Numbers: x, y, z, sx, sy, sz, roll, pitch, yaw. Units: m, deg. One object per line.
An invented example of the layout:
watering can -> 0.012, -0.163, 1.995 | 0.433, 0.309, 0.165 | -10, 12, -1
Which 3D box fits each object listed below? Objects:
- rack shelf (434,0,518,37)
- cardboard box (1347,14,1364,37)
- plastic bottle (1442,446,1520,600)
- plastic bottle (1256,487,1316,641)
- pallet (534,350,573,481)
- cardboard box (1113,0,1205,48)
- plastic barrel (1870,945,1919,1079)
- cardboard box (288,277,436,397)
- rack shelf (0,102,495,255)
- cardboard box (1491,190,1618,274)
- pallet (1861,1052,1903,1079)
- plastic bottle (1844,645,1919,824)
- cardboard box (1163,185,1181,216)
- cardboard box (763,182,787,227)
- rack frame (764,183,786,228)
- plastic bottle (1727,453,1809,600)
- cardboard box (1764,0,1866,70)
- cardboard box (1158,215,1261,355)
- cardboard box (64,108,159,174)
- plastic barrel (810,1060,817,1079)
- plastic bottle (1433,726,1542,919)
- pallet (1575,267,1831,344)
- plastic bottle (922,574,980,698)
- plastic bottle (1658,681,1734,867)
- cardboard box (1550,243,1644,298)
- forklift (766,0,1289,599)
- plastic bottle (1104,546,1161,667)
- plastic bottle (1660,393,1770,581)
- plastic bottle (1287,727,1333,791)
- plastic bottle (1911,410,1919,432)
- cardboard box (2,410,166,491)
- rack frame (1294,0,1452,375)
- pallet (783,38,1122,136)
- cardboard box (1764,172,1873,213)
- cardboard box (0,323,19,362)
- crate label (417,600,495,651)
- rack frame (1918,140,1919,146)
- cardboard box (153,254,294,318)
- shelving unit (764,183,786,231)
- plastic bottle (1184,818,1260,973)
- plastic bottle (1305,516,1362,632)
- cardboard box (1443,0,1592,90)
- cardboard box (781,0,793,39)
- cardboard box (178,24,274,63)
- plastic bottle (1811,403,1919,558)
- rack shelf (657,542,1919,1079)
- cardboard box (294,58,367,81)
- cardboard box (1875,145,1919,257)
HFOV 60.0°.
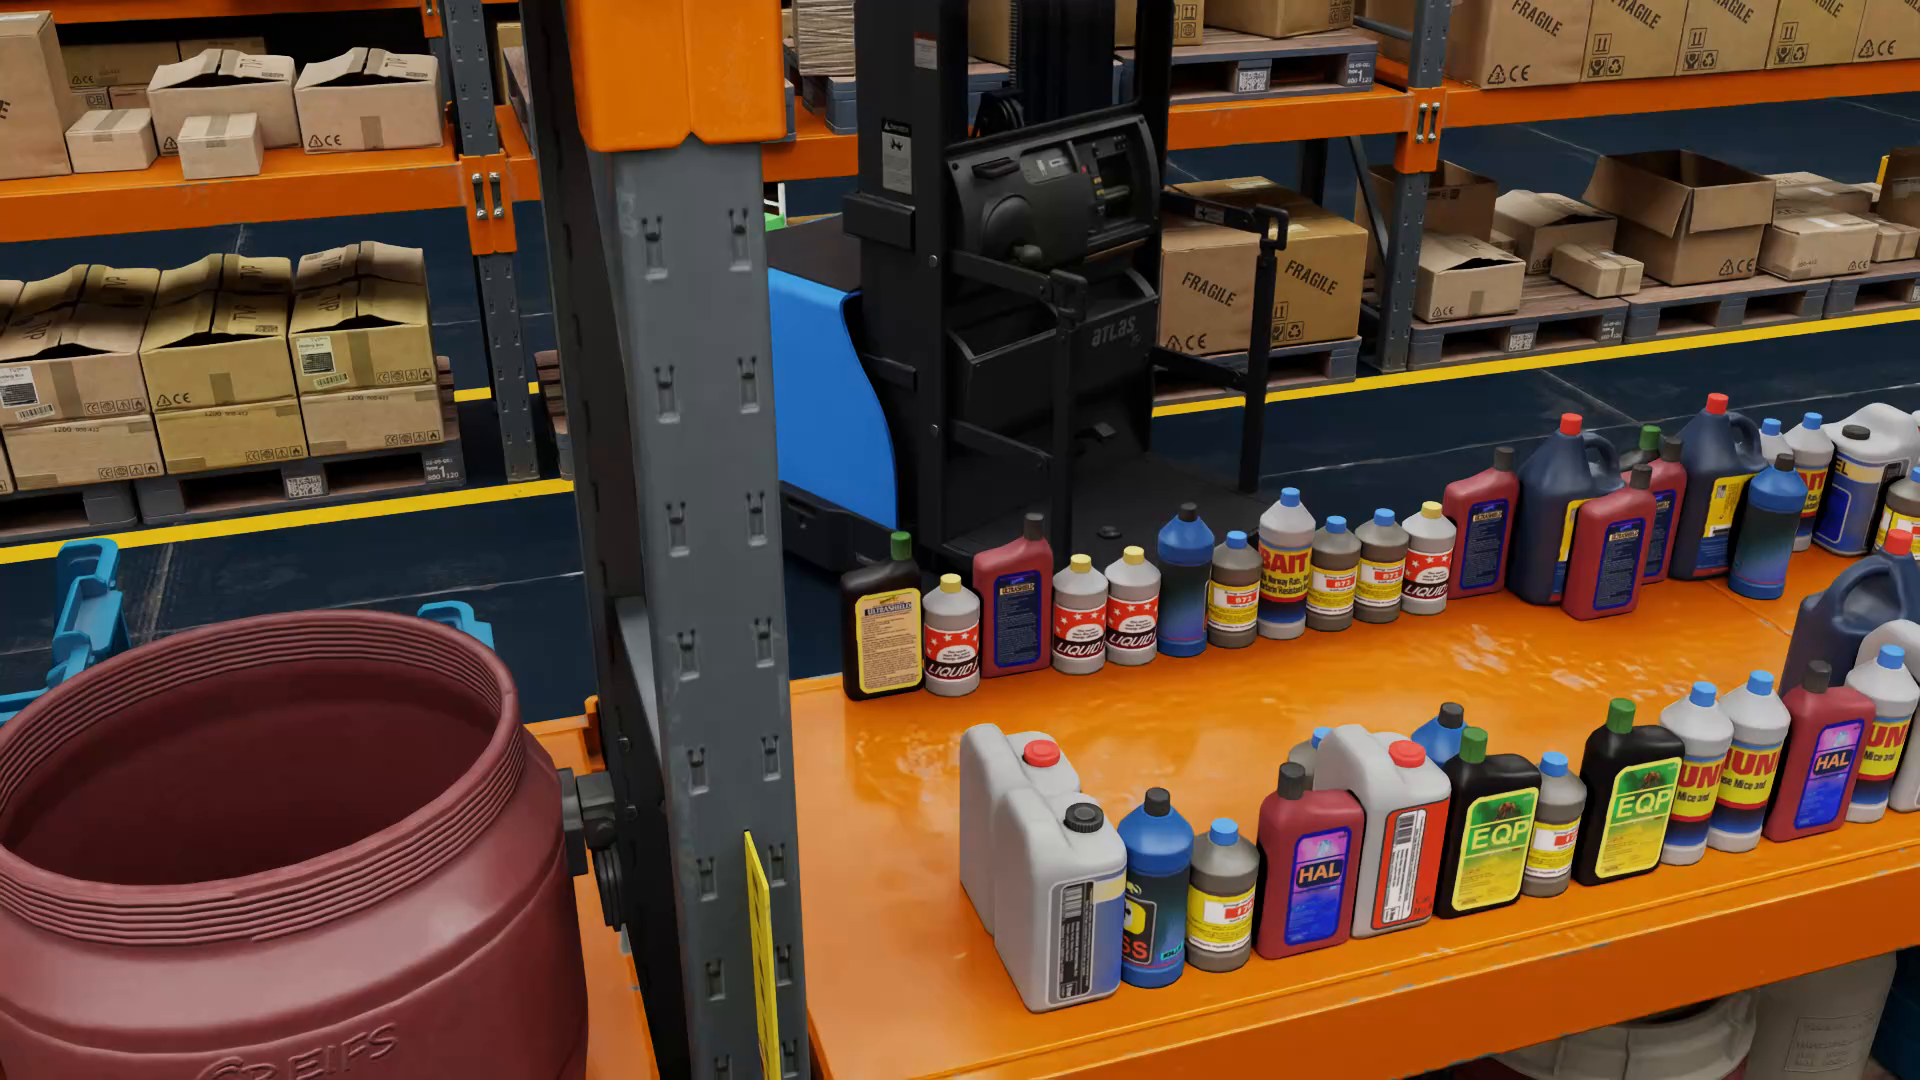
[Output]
rack shelf -> -1.549, -3.833, 11.407 | 4.000, 0.370, 1.077 | -8, 28, -16
cardboard box -> 3.045, -3.843, 12.956 | 0.500, 0.500, 0.700 | -8, 28, -16
plastic bottle -> 0.956, -0.033, 3.074 | 0.133, 0.283, 0.061 | -8, 28, -16
plastic bottle -> 0.574, 0.037, 2.948 | 0.097, 0.271, 0.097 | 0, 26, 0
pallet -> -1.192, -0.624, 7.270 | 1.213, 0.211, 1.003 | -8, 28, -16
cardboard box -> 0.736, -2.478, 7.283 | 0.500, 0.500, 0.700 | -4, 27, -8
plastic barrel -> 2.224, 0.675, 3.405 | 0.708, 0.901, 0.600 | -8, 28, -16
cardboard box -> -2.335, -0.818, 6.513 | 0.500, 0.311, 0.500 | -8, 27, -15
rack shelf -> -3.815, -1.189, 6.080 | 4.000, 0.370, 1.077 | -8, 28, -16
cardboard box -> 3.057, -1.631, 8.692 | 0.500, 0.311, 0.500 | -8, 28, -16
pallet -> 1.512, 1.265, 3.464 | 1.213, 0.211, 1.003 | -8, 28, -16
plastic bottle -> 1.345, 0.280, 2.458 | 0.097, 0.271, 0.097 | 0, 26, 0
cardboard box -> 0.851, -1.373, 7.958 | 0.500, 0.500, 0.500 | -8, 27, -15
cardboard box -> -1.045, -1.437, 7.245 | 0.500, 0.250, 0.500 | -7, 27, -14
rack frame -> -0.756, -0.832, 6.576 | 0.240, 1.200, 0.015 | 20, 33, 35
plastic bottle -> 1.502, -0.030, 3.083 | 0.097, 0.271, 0.097 | 0, 26, 0
cardboard box -> 3.904, -2.547, 7.895 | 0.500, 0.500, 0.500 | -9, 28, -17
cardboard box -> 1.037, -1.161, 7.531 | 0.500, 0.500, 0.500 | -8, 28, -16
cardboard box -> -3.109, -1.474, 6.129 | 0.250, 0.149, 0.380 | -6, 27, -12
plastic barrel -> 0.077, 1.018, 2.795 | 0.708, 0.830, 0.600 | -8, 28, -16
plastic bottle -> 0.710, 0.375, 2.252 | 0.133, 0.283, 0.061 | -8, 28, -16
pallet -> 3.705, -1.352, 8.736 | 1.213, 0.211, 1.003 | -8, 28, -16
plastic bottle -> -0.015, 0.153, 2.791 | 0.097, 0.201, 0.097 | 0, 26, 0
plastic bottle -> 1.033, 0.325, 2.367 | 0.097, 0.271, 0.097 | 0, 26, 0
cardboard box -> 3.175, -1.355, 8.297 | 0.250, 0.166, 0.380 | -8, 28, -16
forklift -> 0.465, -1.086, 5.141 | 3.031, 2.935, 1.130 | 24, 35, 39
plastic bottle -> 0.297, 0.108, 2.882 | 0.097, 0.201, 0.097 | 0, 26, 0
plastic bottle -> 1.423, -0.111, 3.156 | 0.185, 0.351, 0.144 | -8, 28, -16
plastic bottle -> 0.512, 0.361, 2.373 | 0.097, 0.201, 0.097 | 0, 26, 0
plastic bottle -> 1.982, -0.157, 3.331 | 0.135, 0.276, 0.152 | -8, 28, -16
cardboard box -> -3.306, -0.427, 6.356 | 0.500, 0.250, 0.500 | -8, 27, -15
rack frame -> 1.890, -2.337, 7.584 | 0.127, 3.000, 1.000 | -8, 28, -16
pallet -> -0.066, -1.970, 7.061 | 1.213, 0.211, 1.003 | -8, 28, -16
cardboard box -> 4.613, -1.830, 9.159 | 0.500, 0.250, 0.500 | -8, 28, -16
cardboard box -> -3.785, -0.607, 6.089 | 0.500, 0.311, 0.500 | -7, 27, -15
crate label -> -0.900, 0.283, 2.495 | 0.416, 0.233, 0.303 | -8, 28, -16
rack frame -> 5.693, -2.888, 8.694 | 0.127, 3.000, 1.000 | -8, 28, -16
cardboard box -> -2.999, -0.970, 6.820 | 0.500, 0.311, 0.500 | -9, 28, -17
shelving unit -> -0.912, -0.749, 6.408 | 0.258, 1.200, 0.503 | 20, 33, 35
plastic bottle -> 0.340, 0.457, 2.180 | 0.097, 0.201, 0.097 | 0, 26, 0
plastic bottle -> 0.667, 0.054, 2.990 | 0.097, 0.201, 0.097 | 0, 26, 0
cardboard box -> 2.459, -2.337, 7.471 | 0.500, 0.500, 0.500 | -8, 27, -15
cardboard box -> -1.070, -3.388, 11.647 | 0.750, 0.750, 0.750 | -7, 27, -15
cardboard box -> -4.681, -3.120, 10.635 | 0.500, 0.250, 0.500 | -8, 27, -15
plastic bottle -> 1.761, -0.125, 3.267 | 0.135, 0.276, 0.152 | -8, 28, -16
rack shelf -> 1.519, 0.355, 2.970 | 4.000, 0.370, 1.077 | -8, 28, -16
cardboard box -> -4.119, -2.836, 10.907 | 0.500, 0.500, 0.700 | -8, 27, -15
cardboard box -> 5.253, -1.786, 8.791 | 0.500, 0.500, 0.500 | -8, 28, -16
